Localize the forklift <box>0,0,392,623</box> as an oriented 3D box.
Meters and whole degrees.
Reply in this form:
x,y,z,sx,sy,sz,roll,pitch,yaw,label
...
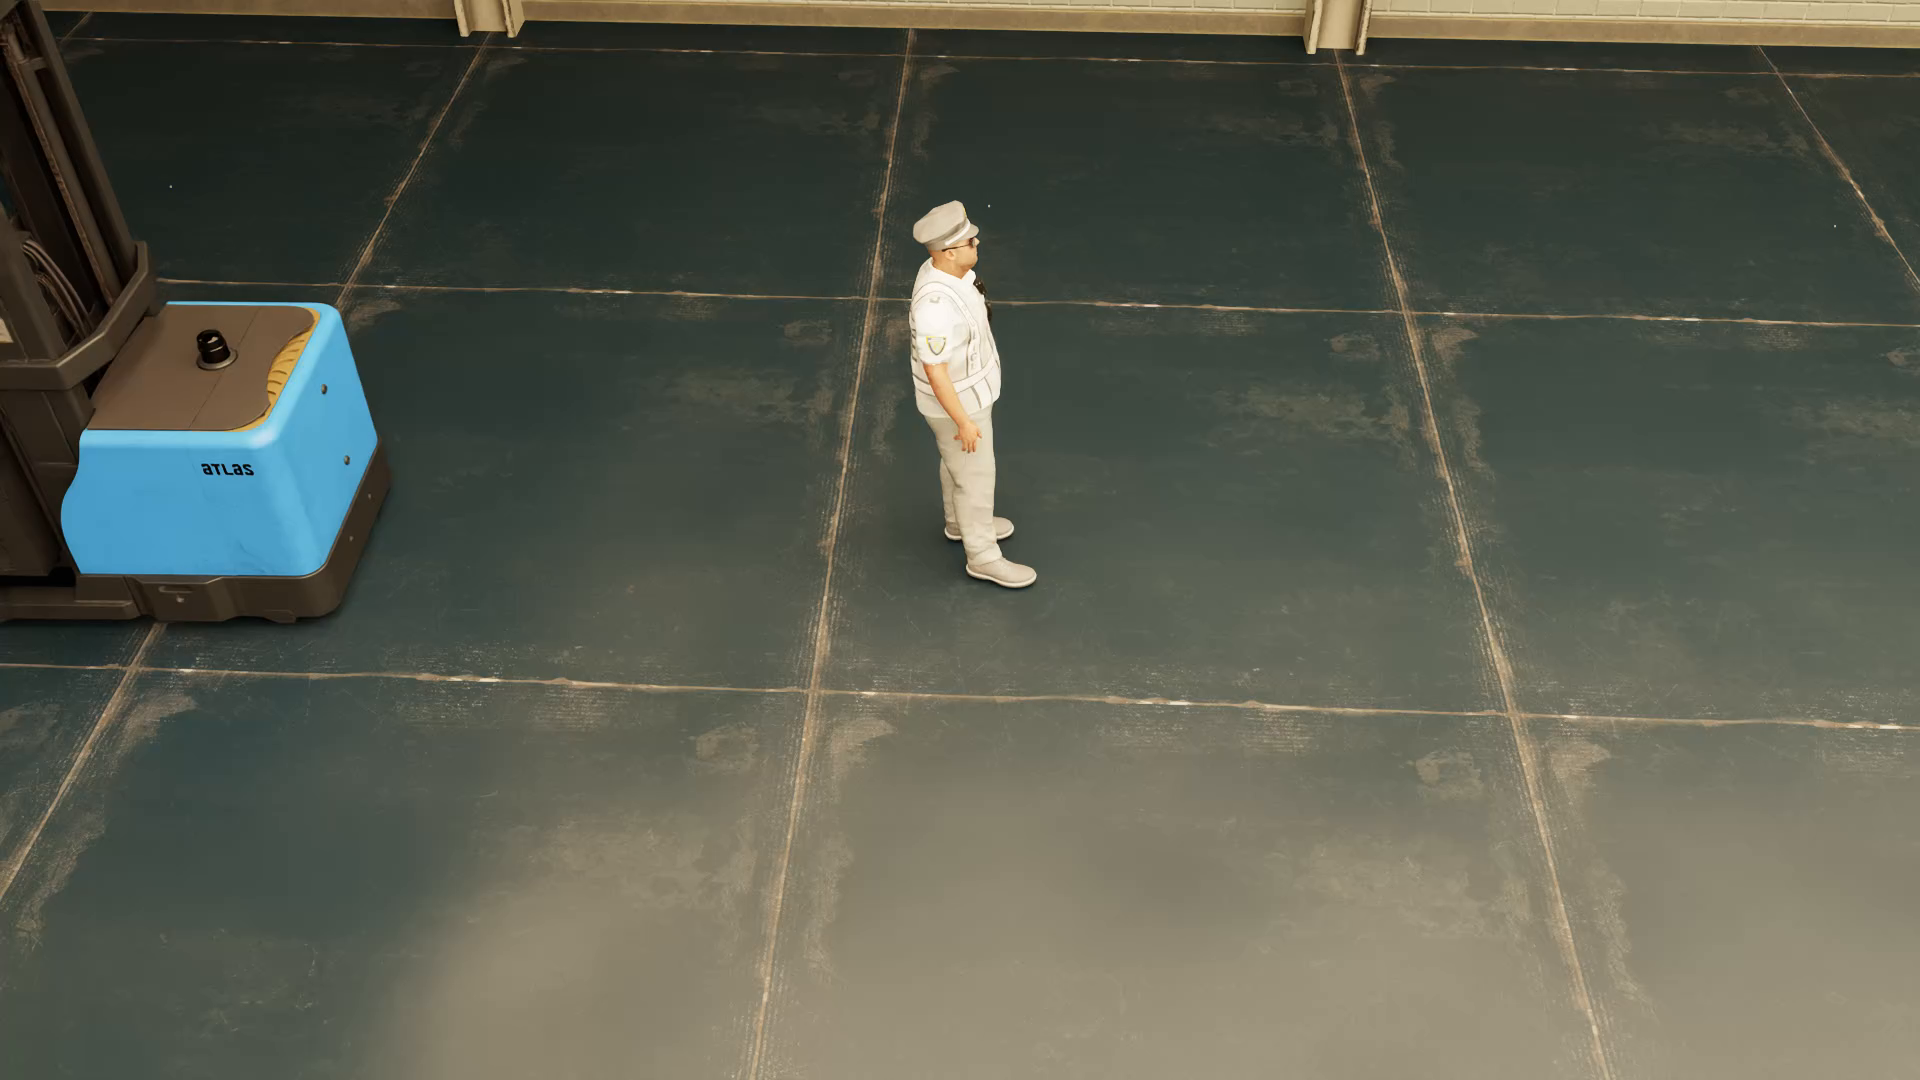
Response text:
x,y,z,sx,sy,sz,roll,pitch,yaw,label
-4.300,-1.056,6.899,3.031,2.935,1.130,1,42,1,forklift

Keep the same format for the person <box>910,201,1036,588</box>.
x,y,z,sx,sy,sz,roll,pitch,yaw,label
0.078,-0.654,7.299,0.574,1.780,0.641,2,42,2,person
